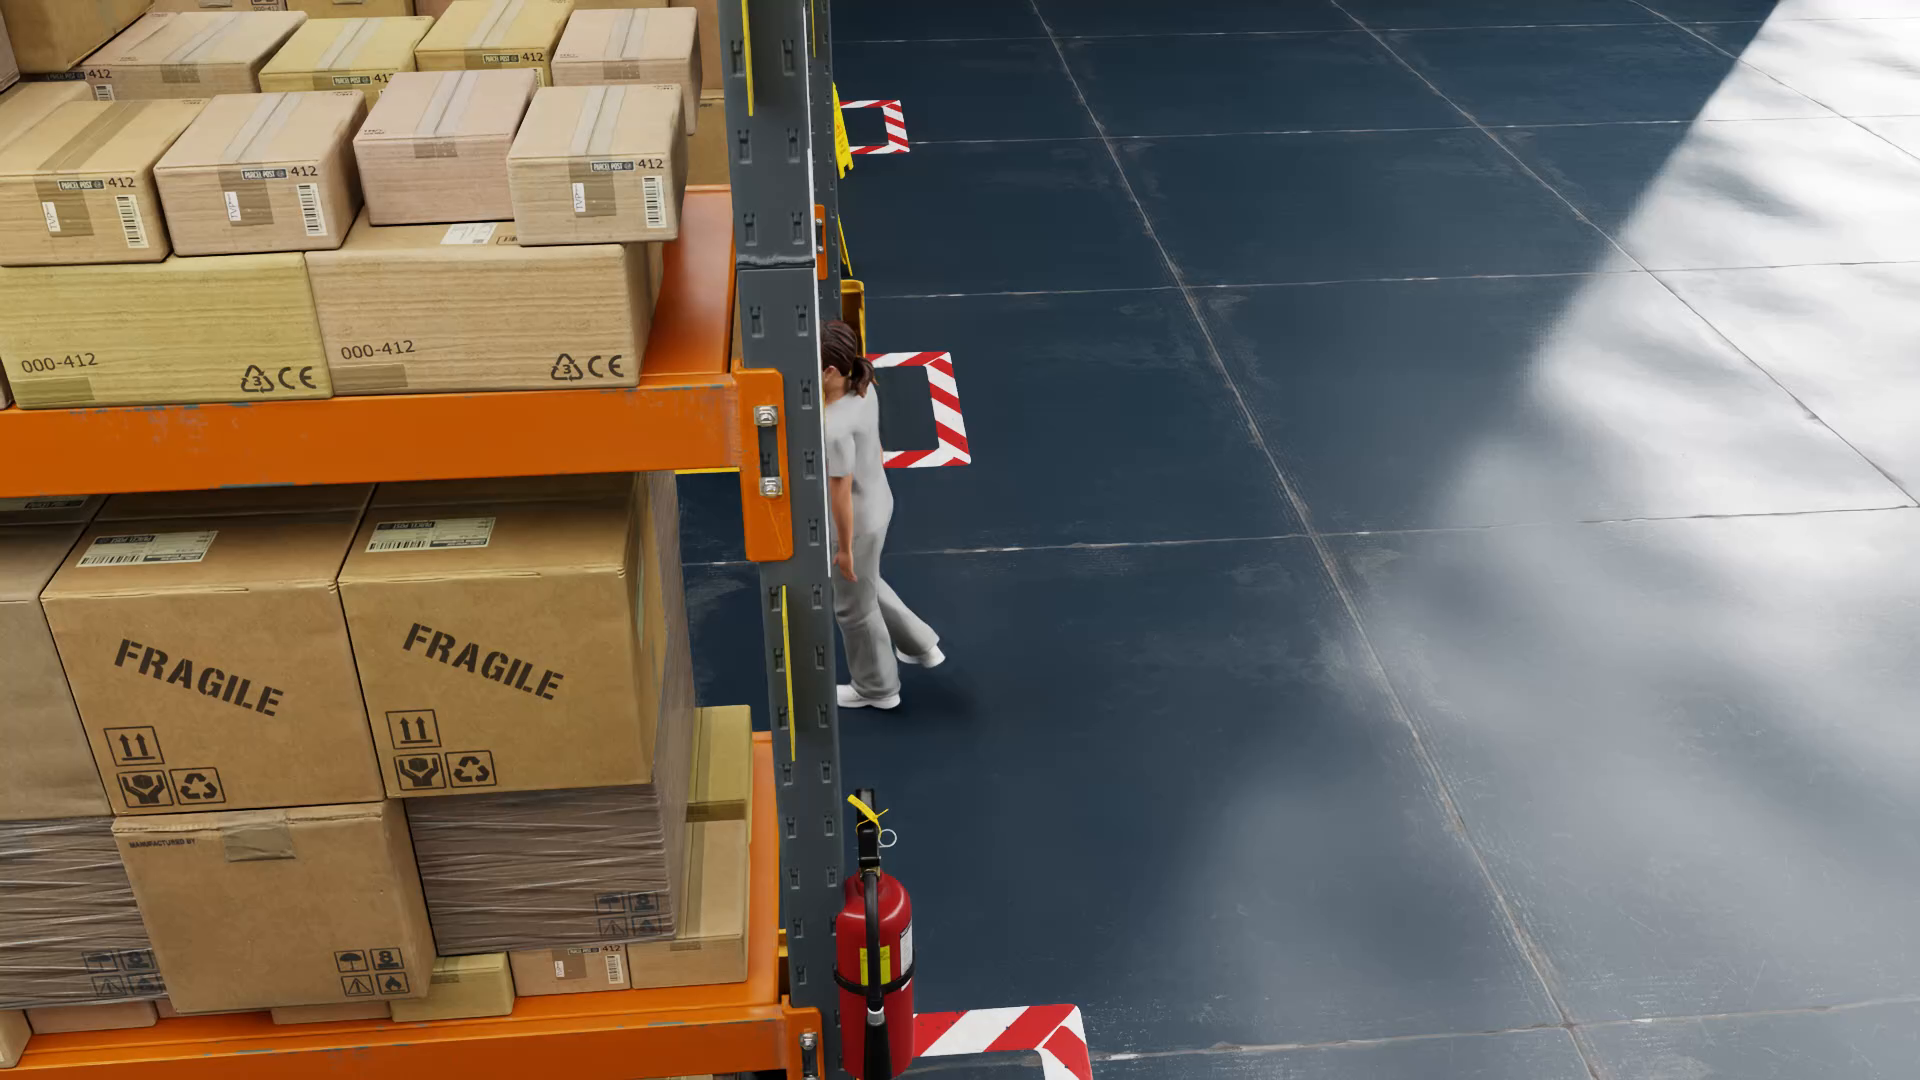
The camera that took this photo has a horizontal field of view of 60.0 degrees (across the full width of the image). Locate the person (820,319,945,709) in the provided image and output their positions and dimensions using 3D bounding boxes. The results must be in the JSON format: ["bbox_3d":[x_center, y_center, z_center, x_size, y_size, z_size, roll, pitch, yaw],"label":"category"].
[{"bbox_3d":[-0.326,-0.062,6.236,0.516,1.665,0.507,5,32,9],"label":"person"}]
